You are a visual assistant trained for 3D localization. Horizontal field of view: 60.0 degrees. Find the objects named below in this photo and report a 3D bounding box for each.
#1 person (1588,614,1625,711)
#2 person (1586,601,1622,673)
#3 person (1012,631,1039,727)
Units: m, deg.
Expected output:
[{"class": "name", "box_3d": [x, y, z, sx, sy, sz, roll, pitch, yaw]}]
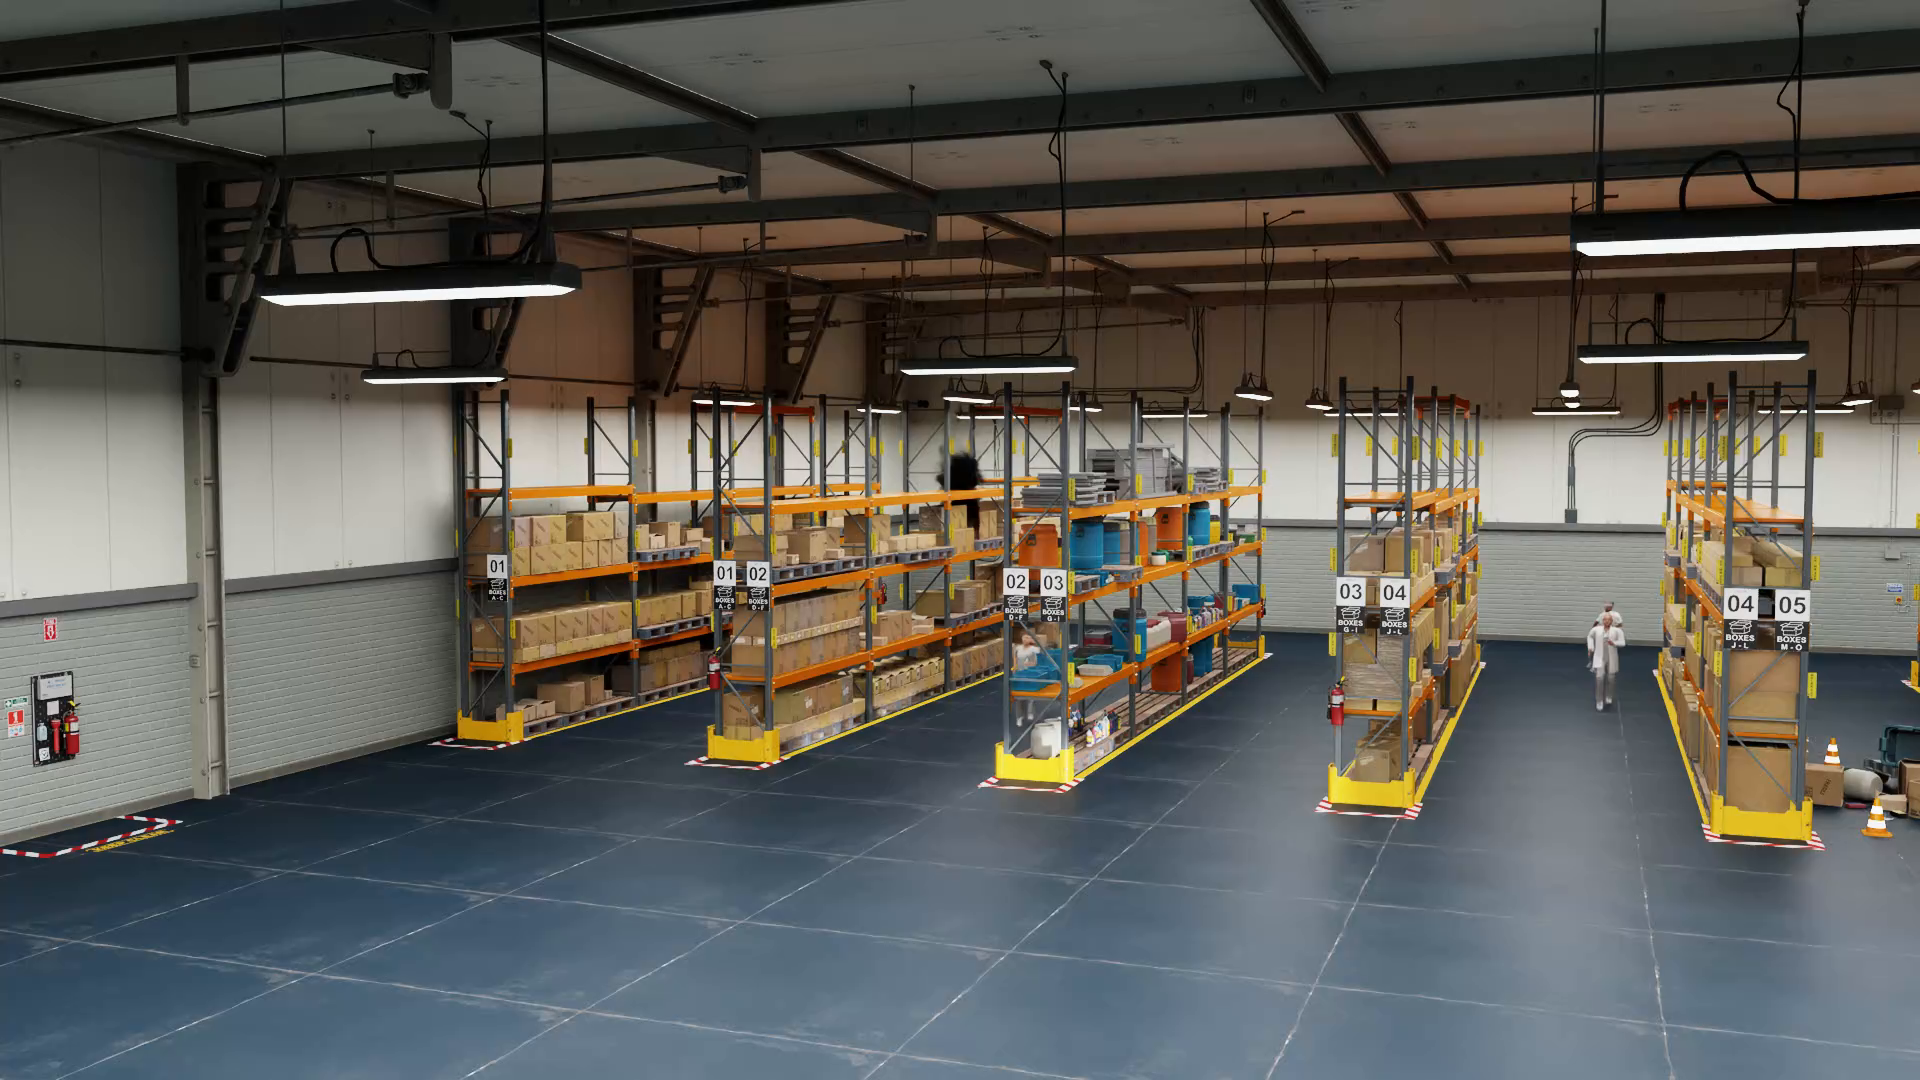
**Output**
[{"class": "person", "box_3d": [12.477, 2.337, 32.115, 0.679, 1.839, 0.894, 1, 3, 20]}, {"class": "person", "box_3d": [14.375, 2.146, 37.237, 0.858, 1.611, 0.648, 3, 4, 45]}, {"class": "person", "box_3d": [1.188, 2.509, 30.109, 0.531, 1.720, 0.738, 1, 3, 13]}]
